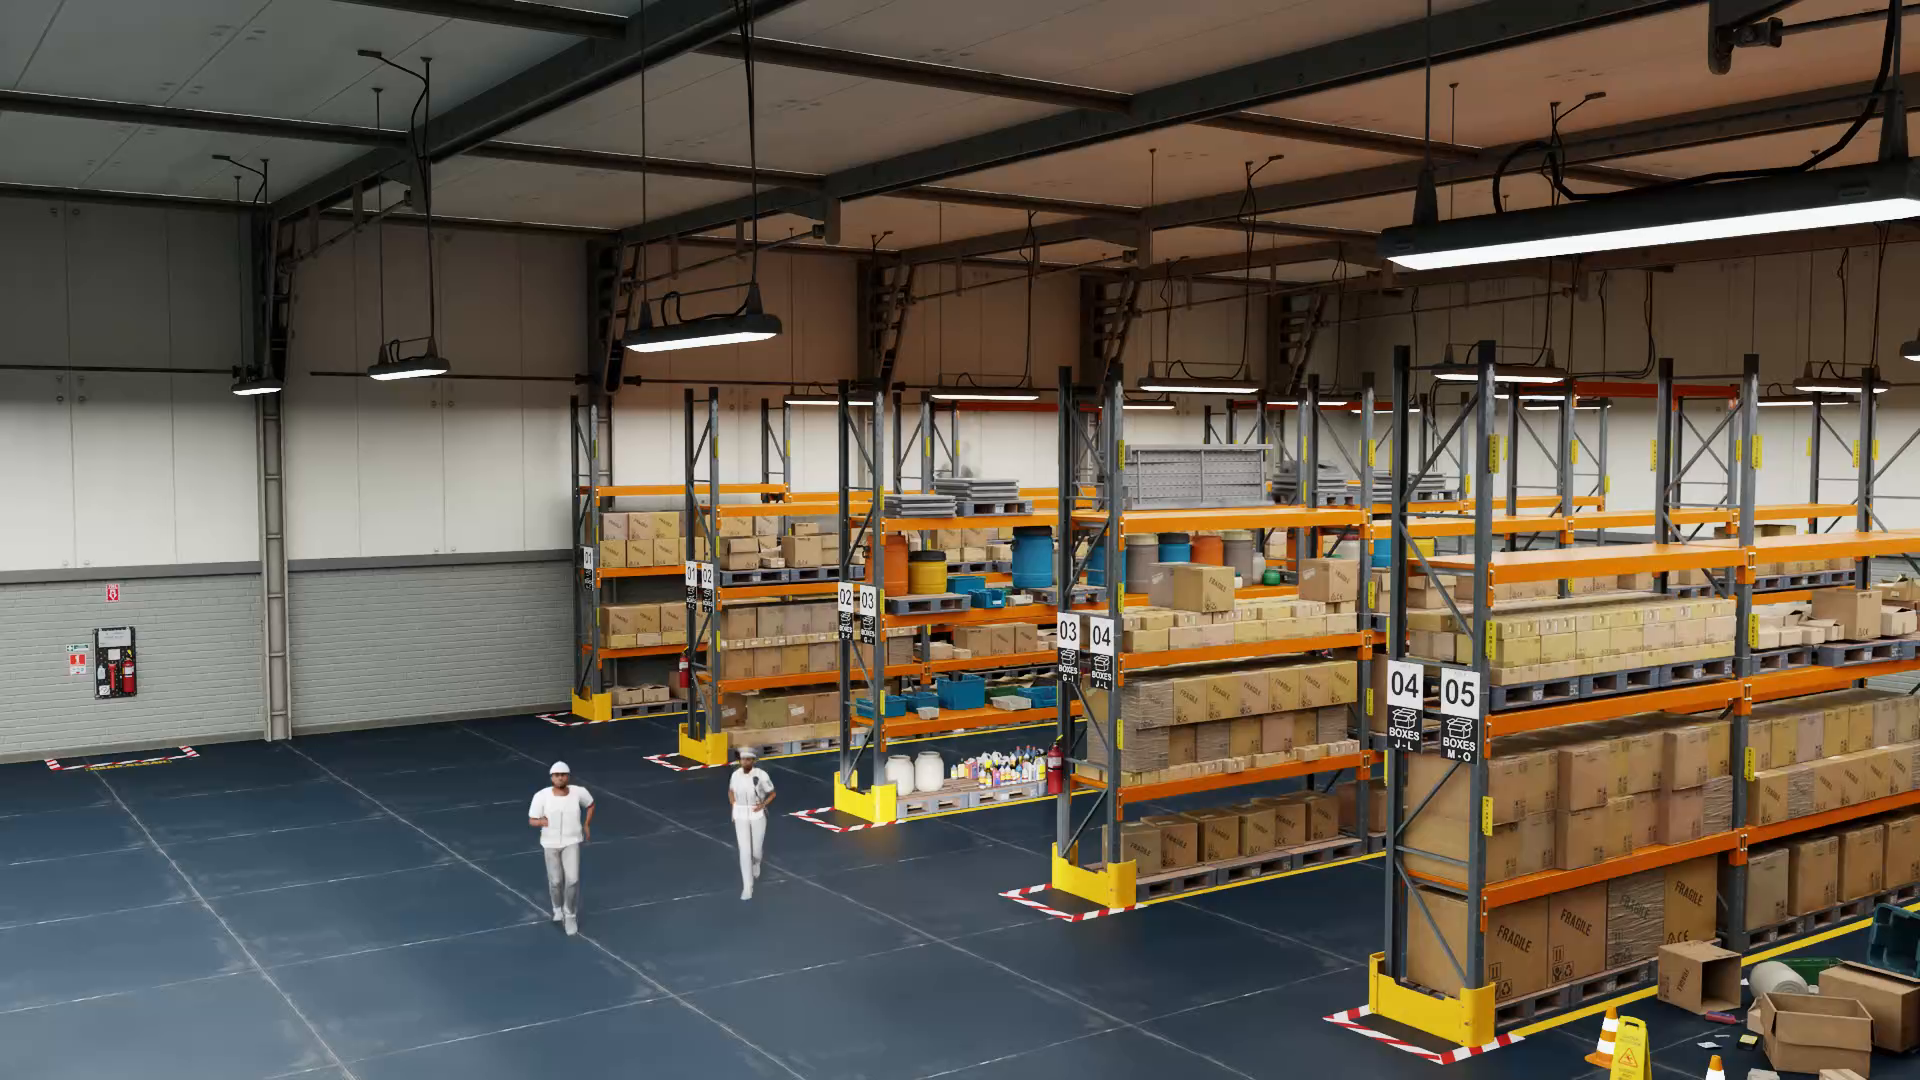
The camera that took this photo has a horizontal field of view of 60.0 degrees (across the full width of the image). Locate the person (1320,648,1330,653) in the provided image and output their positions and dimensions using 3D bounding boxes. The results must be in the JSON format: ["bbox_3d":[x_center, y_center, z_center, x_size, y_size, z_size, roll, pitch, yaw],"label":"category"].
[{"bbox_3d":[7.208,2.369,32.218,0.681,1.629,0.697,-3,5,-41],"label":"person"}]

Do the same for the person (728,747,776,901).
[{"bbox_3d":[-2.383,3.187,19.018,0.574,1.703,0.792,0,3,2],"label":"person"}]

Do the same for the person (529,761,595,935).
[{"bbox_3d":[-4.185,3.234,17.487,0.673,1.812,0.706,-1,3,-11],"label":"person"}]
